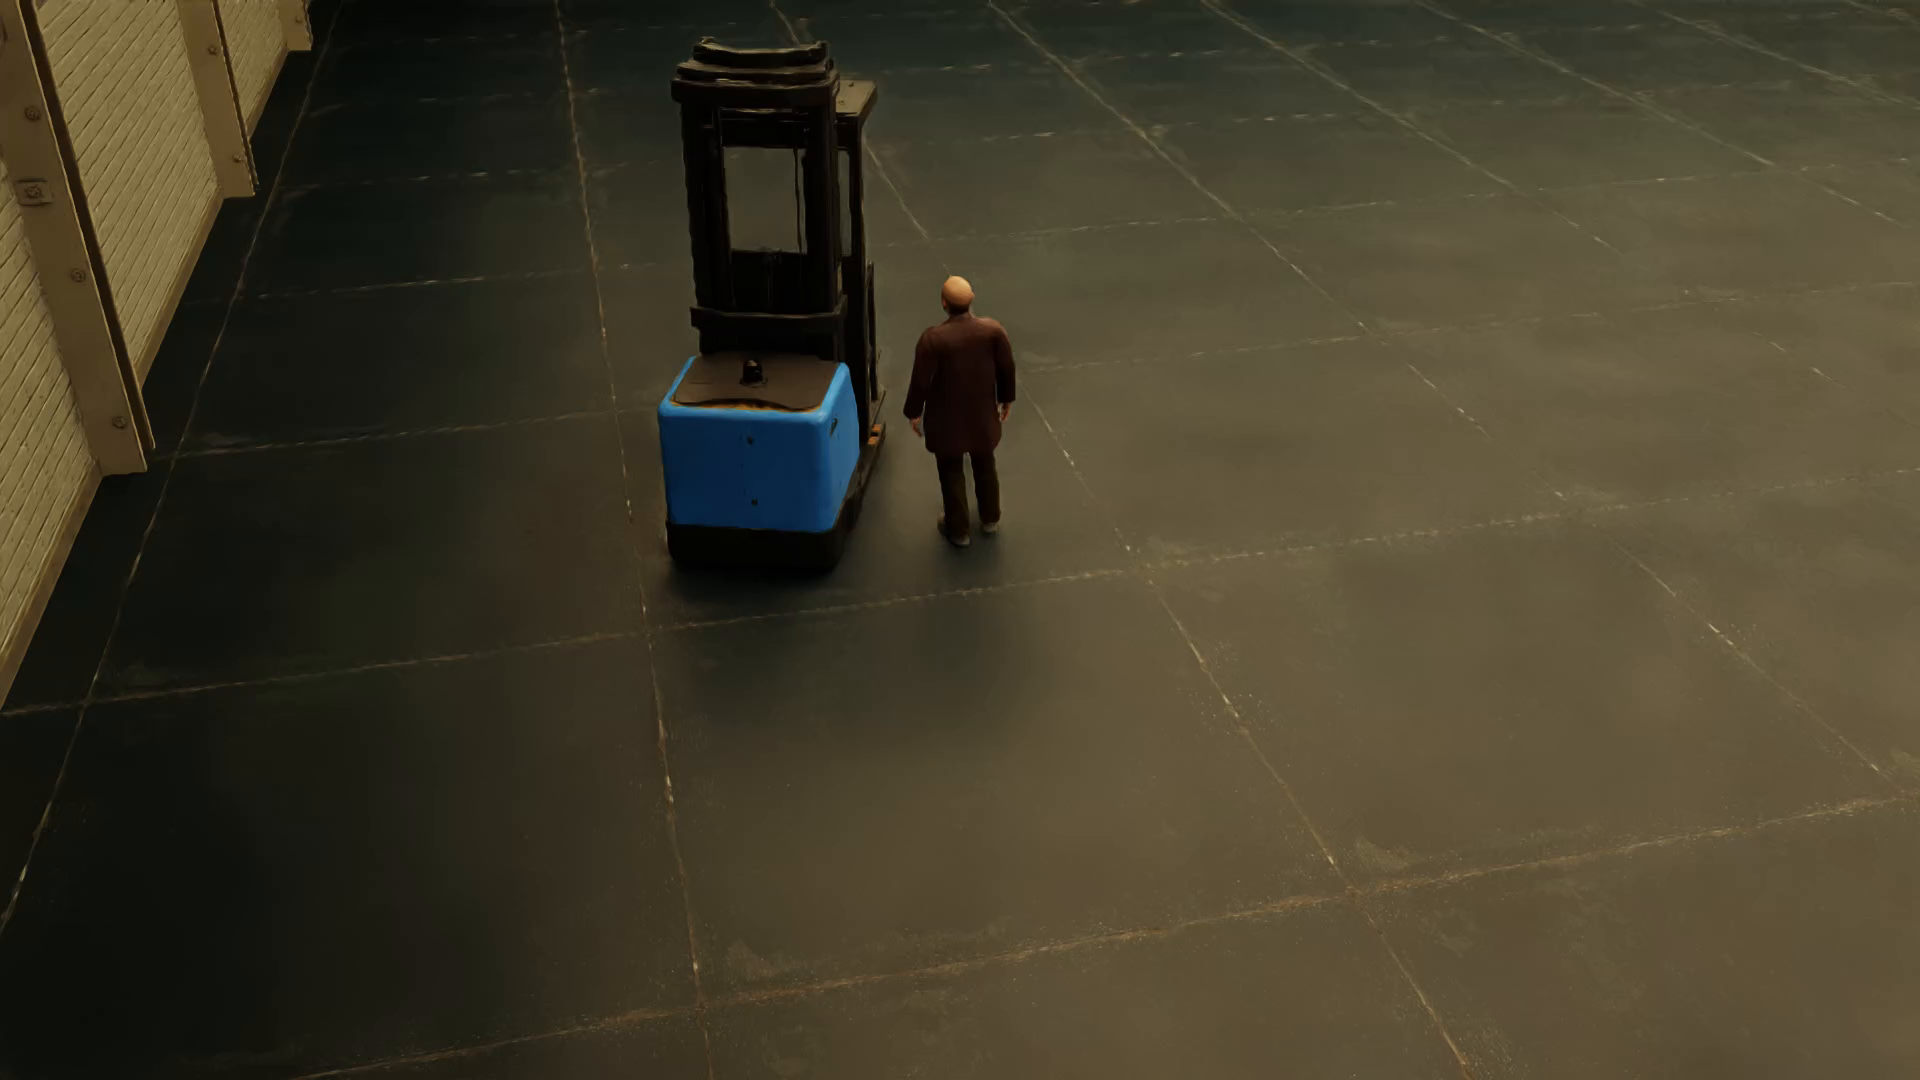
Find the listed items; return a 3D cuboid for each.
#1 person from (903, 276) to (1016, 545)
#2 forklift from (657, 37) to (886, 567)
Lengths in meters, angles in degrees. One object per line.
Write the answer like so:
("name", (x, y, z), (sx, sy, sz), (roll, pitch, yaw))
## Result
("person", (-0.017, -0.820, 10.129), (0.694, 1.776, 0.580), (-7, 31, -12))
("forklift", (-1.112, -1.819, 10.716), (1.130, 2.935, 3.031), (3, 30, 6))
